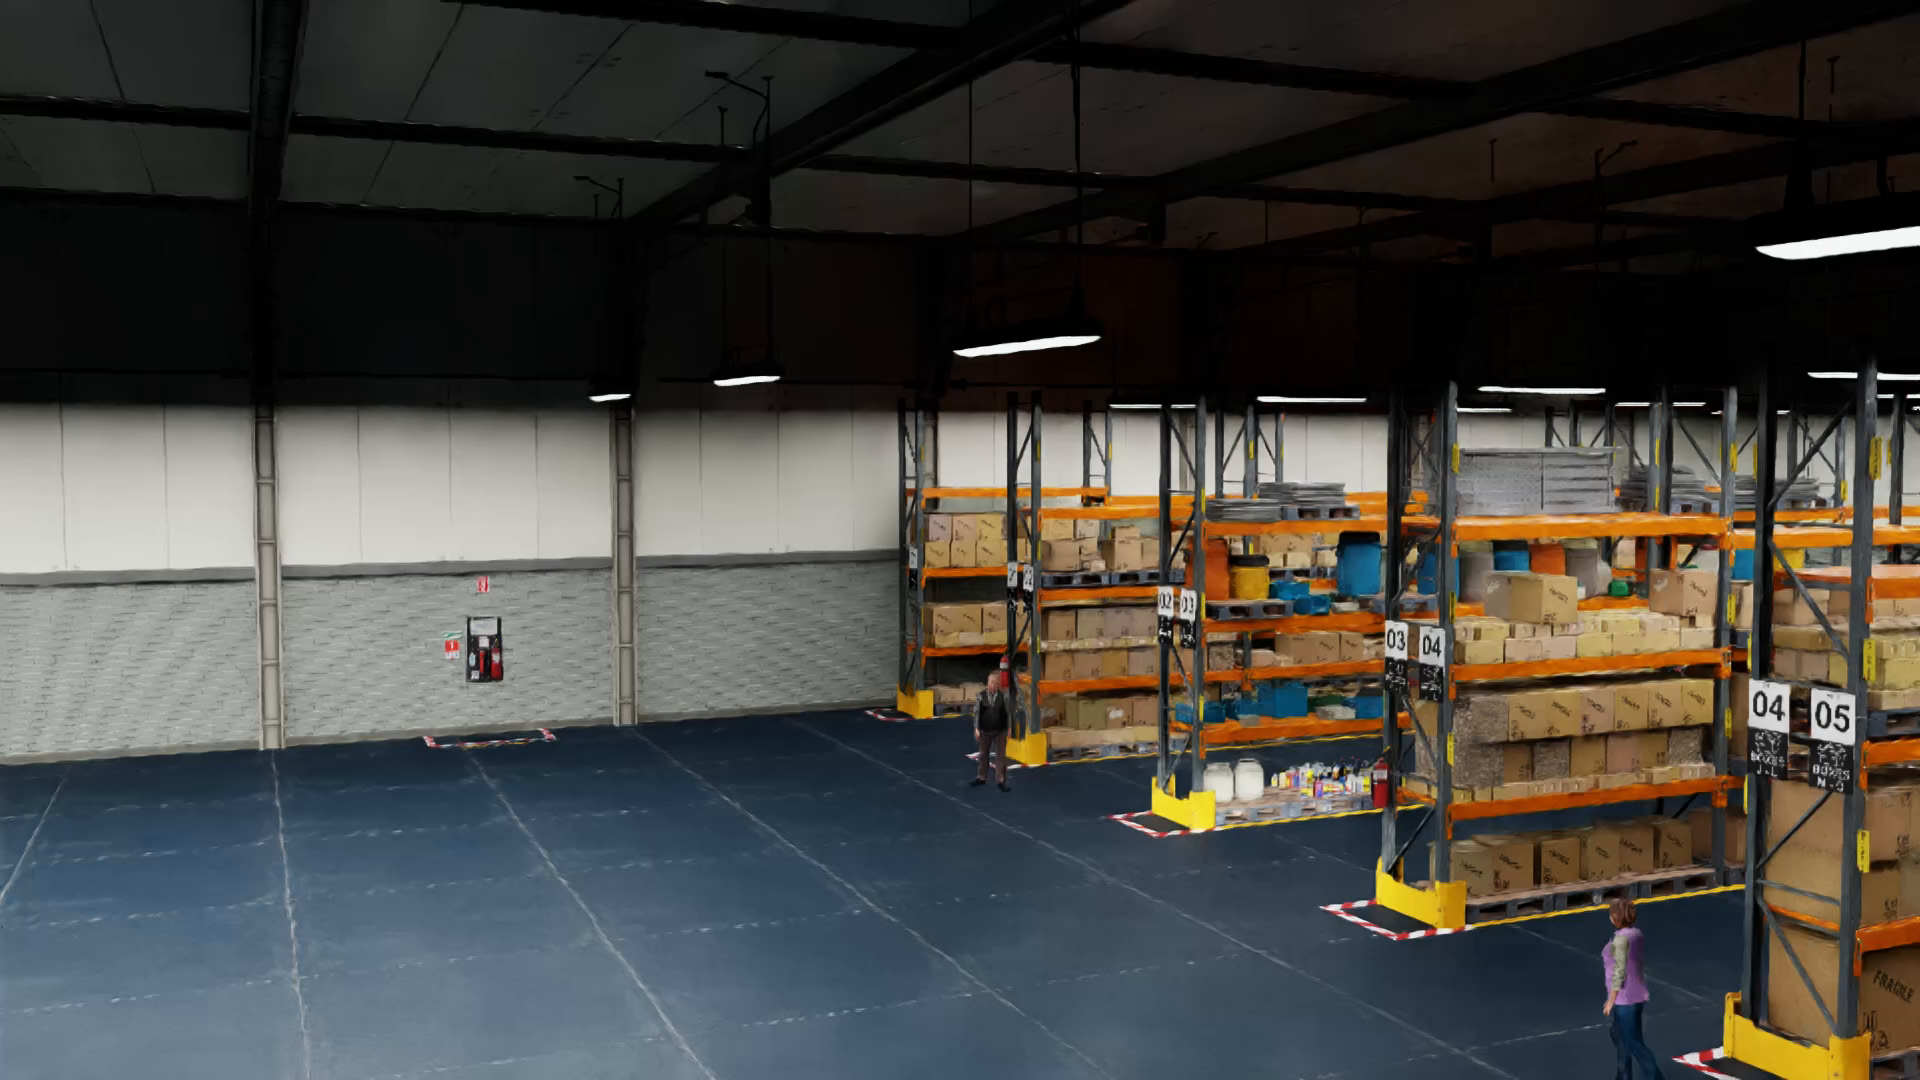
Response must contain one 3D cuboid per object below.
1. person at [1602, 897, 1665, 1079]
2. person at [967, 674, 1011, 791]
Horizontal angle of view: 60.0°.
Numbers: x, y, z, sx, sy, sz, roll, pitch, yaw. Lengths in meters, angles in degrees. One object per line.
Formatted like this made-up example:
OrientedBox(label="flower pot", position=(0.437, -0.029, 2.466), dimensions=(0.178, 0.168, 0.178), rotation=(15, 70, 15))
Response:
OrientedBox(label="person", position=(5.279, 3.630, 13.022), dimensions=(0.551, 1.537, 0.464), rotation=(2, 4, 35))
OrientedBox(label="person", position=(0.438, 2.851, 24.811), dimensions=(0.690, 1.723, 0.441), rotation=(0, 3, 6))
